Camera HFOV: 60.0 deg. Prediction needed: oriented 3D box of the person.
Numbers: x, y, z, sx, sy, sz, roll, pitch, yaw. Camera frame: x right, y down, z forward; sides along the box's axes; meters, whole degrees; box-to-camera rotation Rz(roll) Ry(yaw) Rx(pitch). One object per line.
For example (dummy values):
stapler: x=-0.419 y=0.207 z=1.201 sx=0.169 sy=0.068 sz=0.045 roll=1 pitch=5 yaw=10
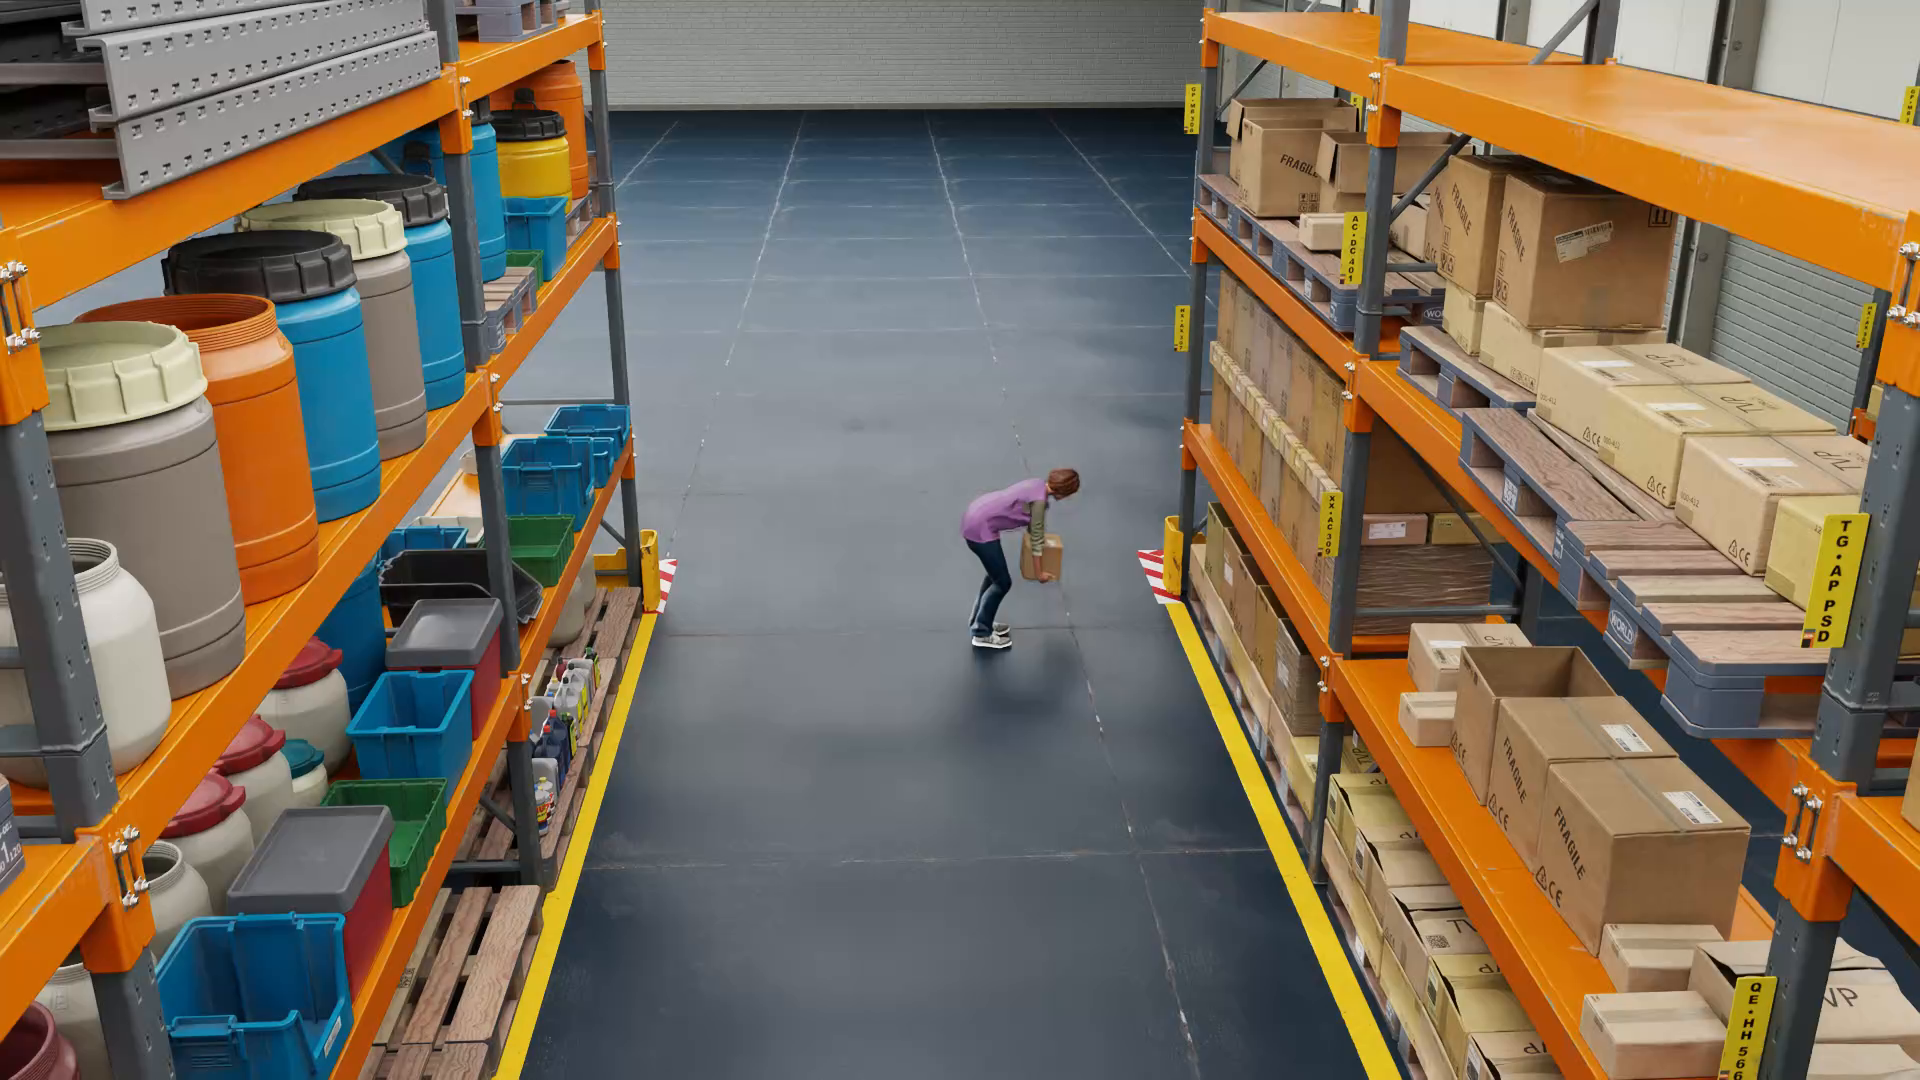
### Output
person: x=0.406 y=0.105 z=11.316 sx=0.810 sy=1.248 sz=0.380 roll=-2 pitch=21 yaw=-4
